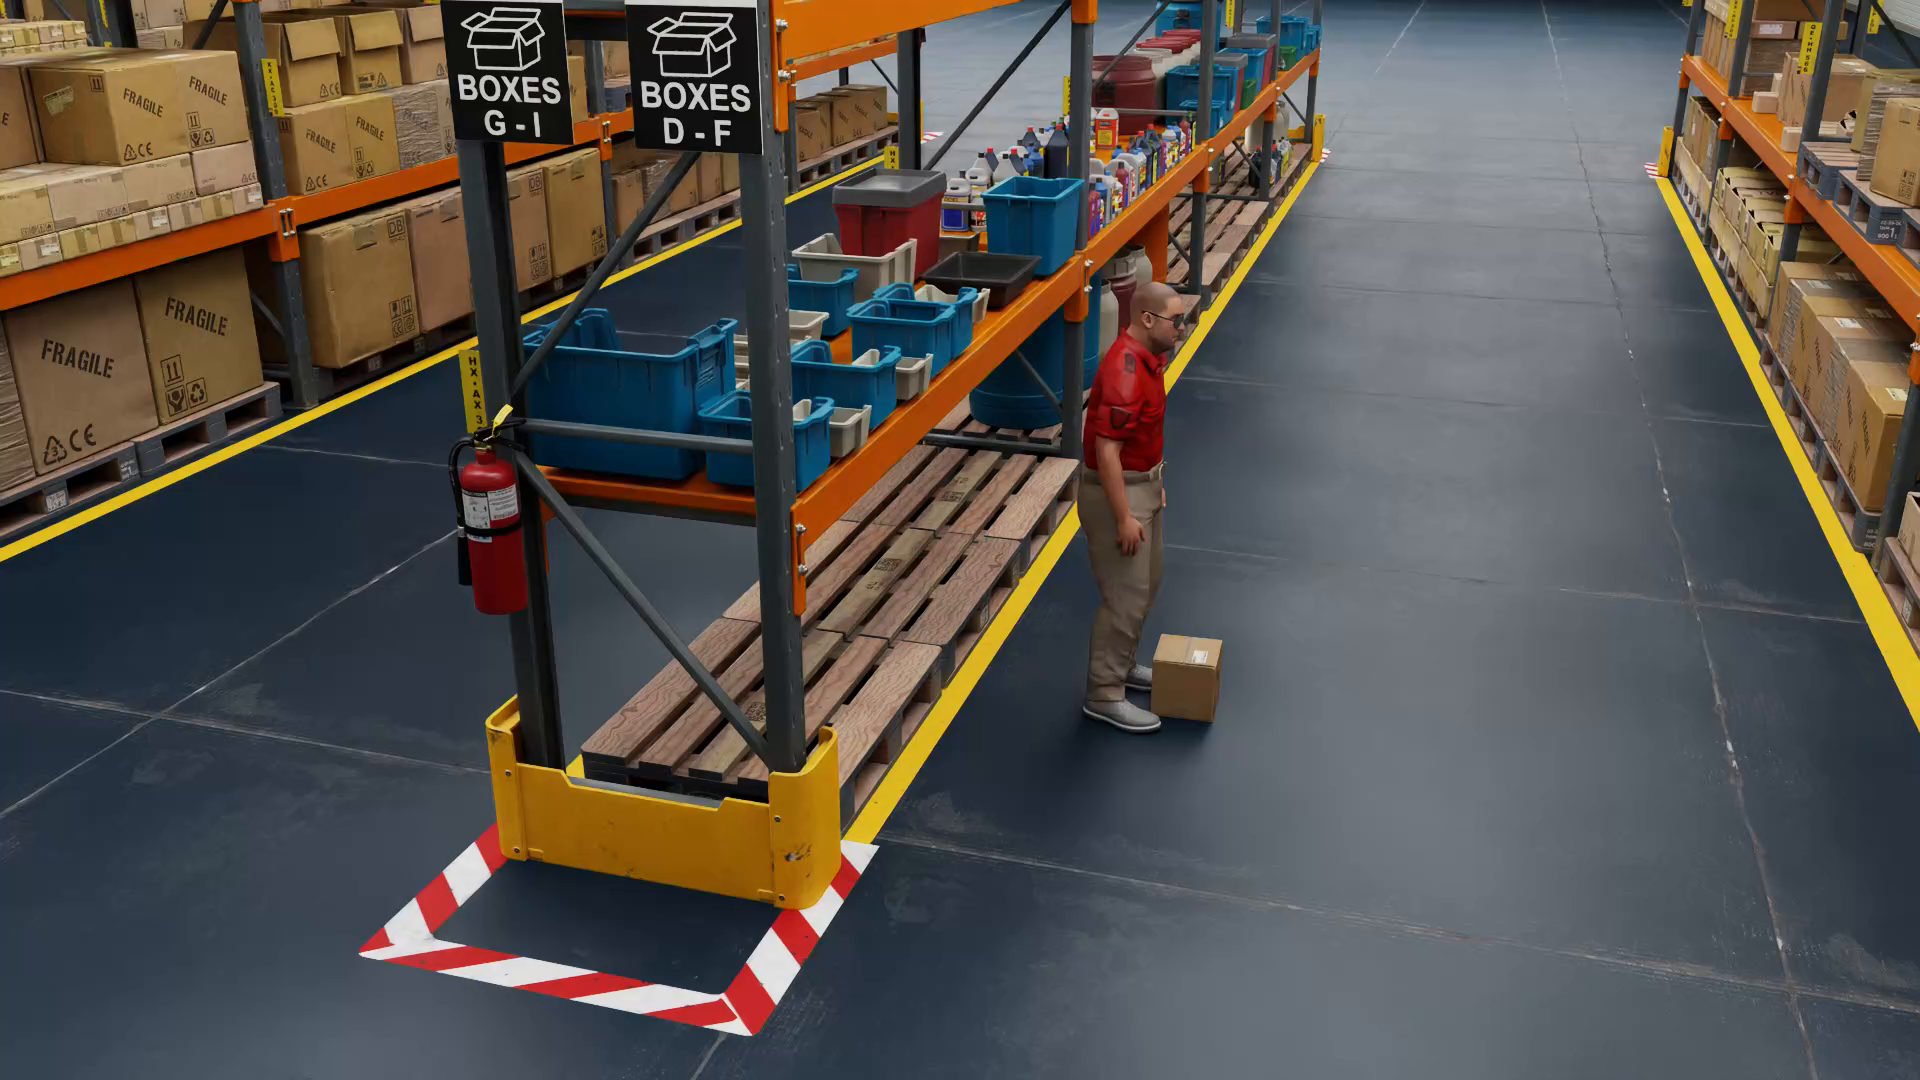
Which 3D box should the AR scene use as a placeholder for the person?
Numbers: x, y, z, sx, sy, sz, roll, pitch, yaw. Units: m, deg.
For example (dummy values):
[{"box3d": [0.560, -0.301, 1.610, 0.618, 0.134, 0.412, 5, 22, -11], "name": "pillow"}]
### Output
[{"box3d": [0.670, -0.153, 6.489, 0.393, 1.727, 0.585, 7, 23, 16], "name": "person"}]
